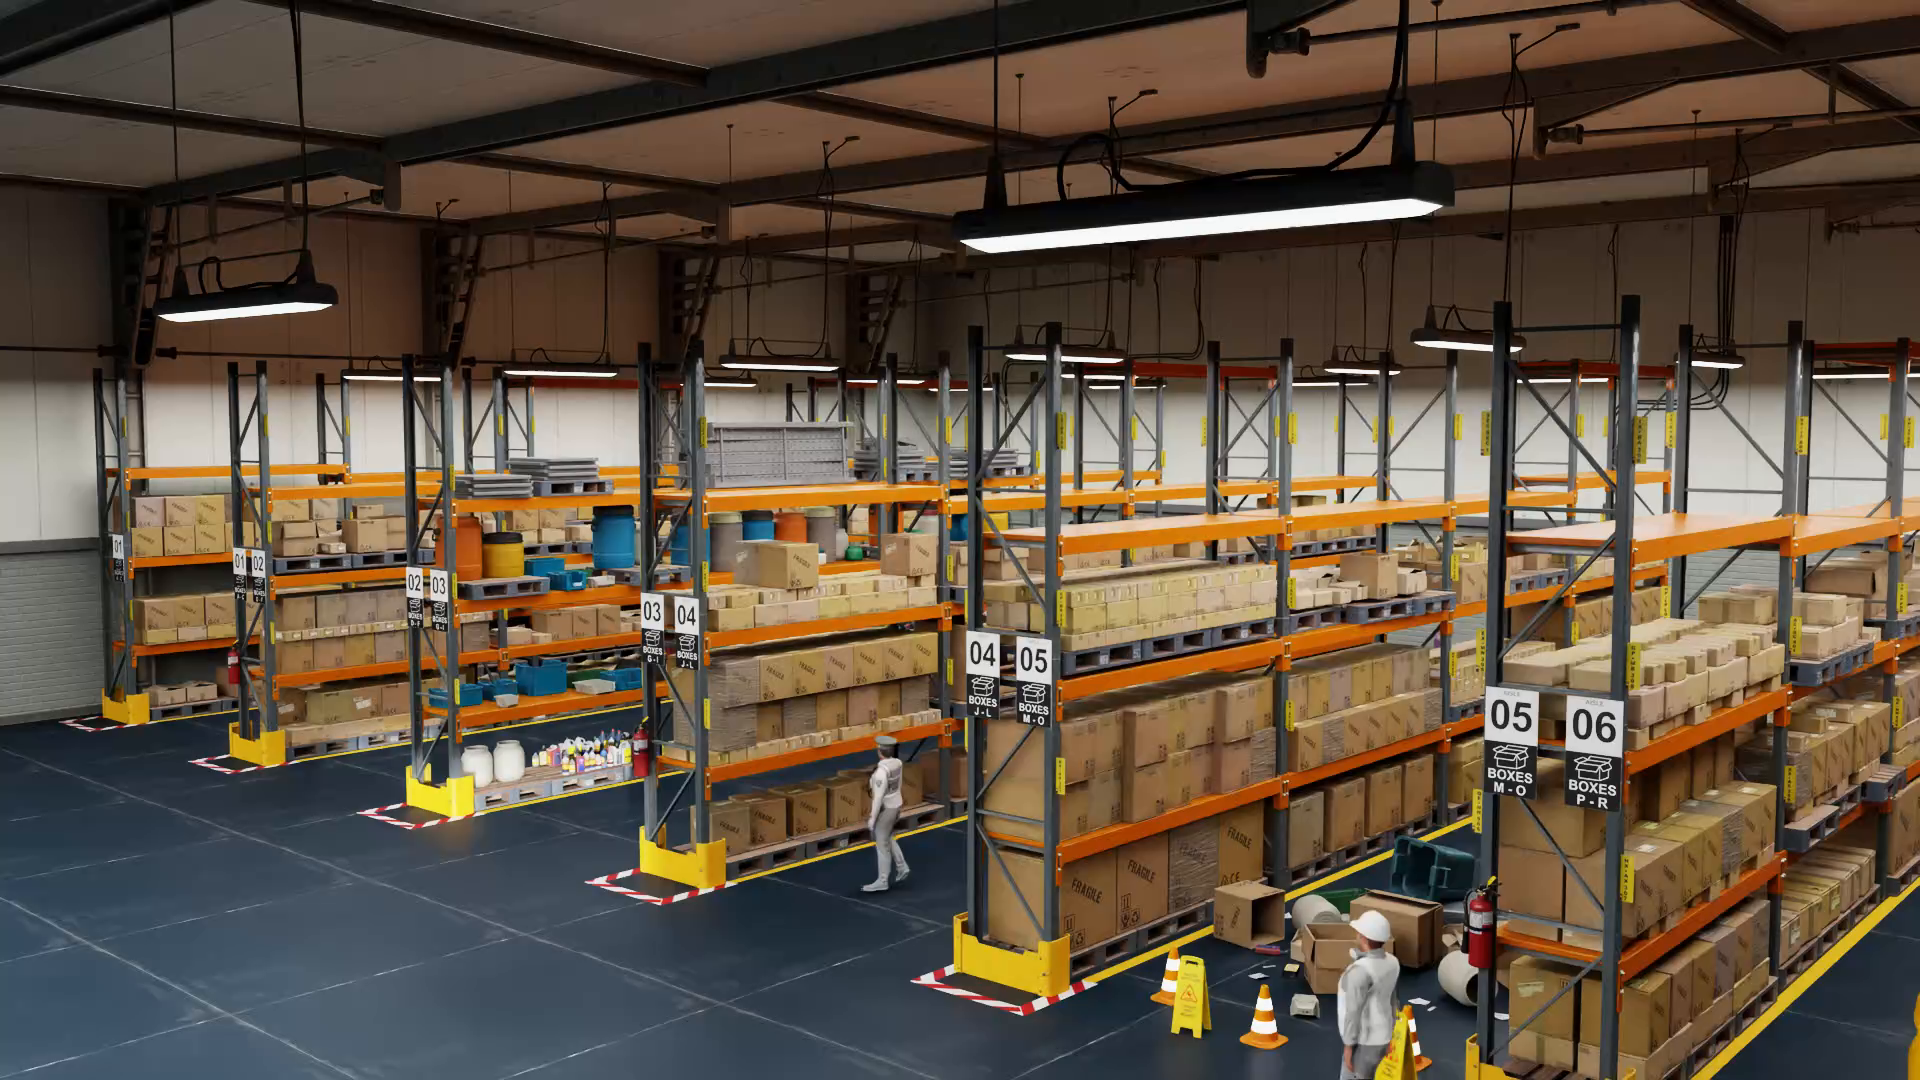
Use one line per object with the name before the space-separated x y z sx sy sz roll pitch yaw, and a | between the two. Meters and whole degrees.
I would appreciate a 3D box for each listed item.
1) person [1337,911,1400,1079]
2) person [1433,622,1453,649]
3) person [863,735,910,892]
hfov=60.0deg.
person | 2.834 3.433 11.464 0.676 1.764 0.531 2 4 20
person | 8.748 2.176 30.148 0.385 1.632 0.630 2 5 27
person | -0.797 2.983 18.236 0.439 1.676 0.571 1 4 16
